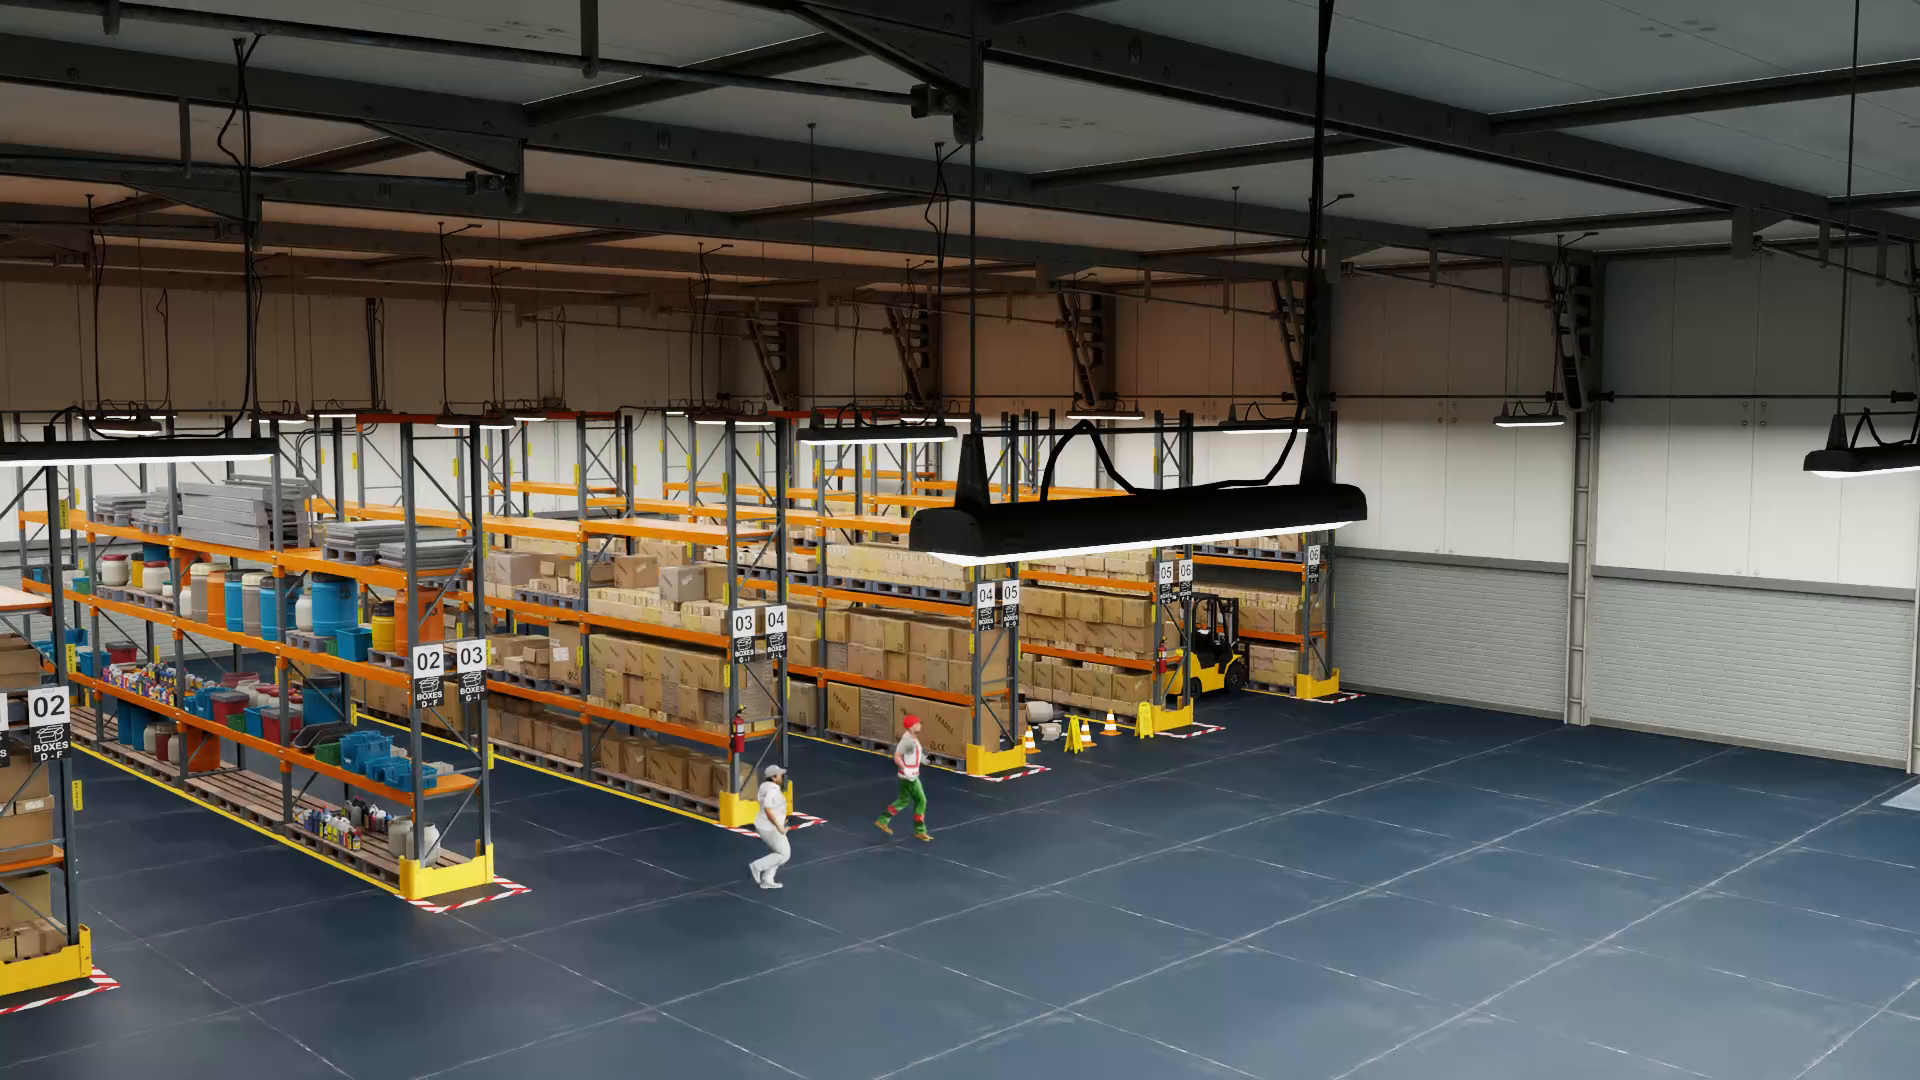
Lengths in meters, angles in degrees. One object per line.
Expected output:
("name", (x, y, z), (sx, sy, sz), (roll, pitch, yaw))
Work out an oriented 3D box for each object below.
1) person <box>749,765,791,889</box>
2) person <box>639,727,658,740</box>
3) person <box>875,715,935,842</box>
("person", (-2.450, 3.686, 21.308), (0.585, 1.616, 0.594), (-2, 5, -21))
("person", (-5.552, 2.820, 30.324), (0.780, 1.710, 0.723), (5, 7, 44))
("person", (-0.790, 3.382, 23.657), (0.863, 1.820, 0.647), (0, 5, -4))
